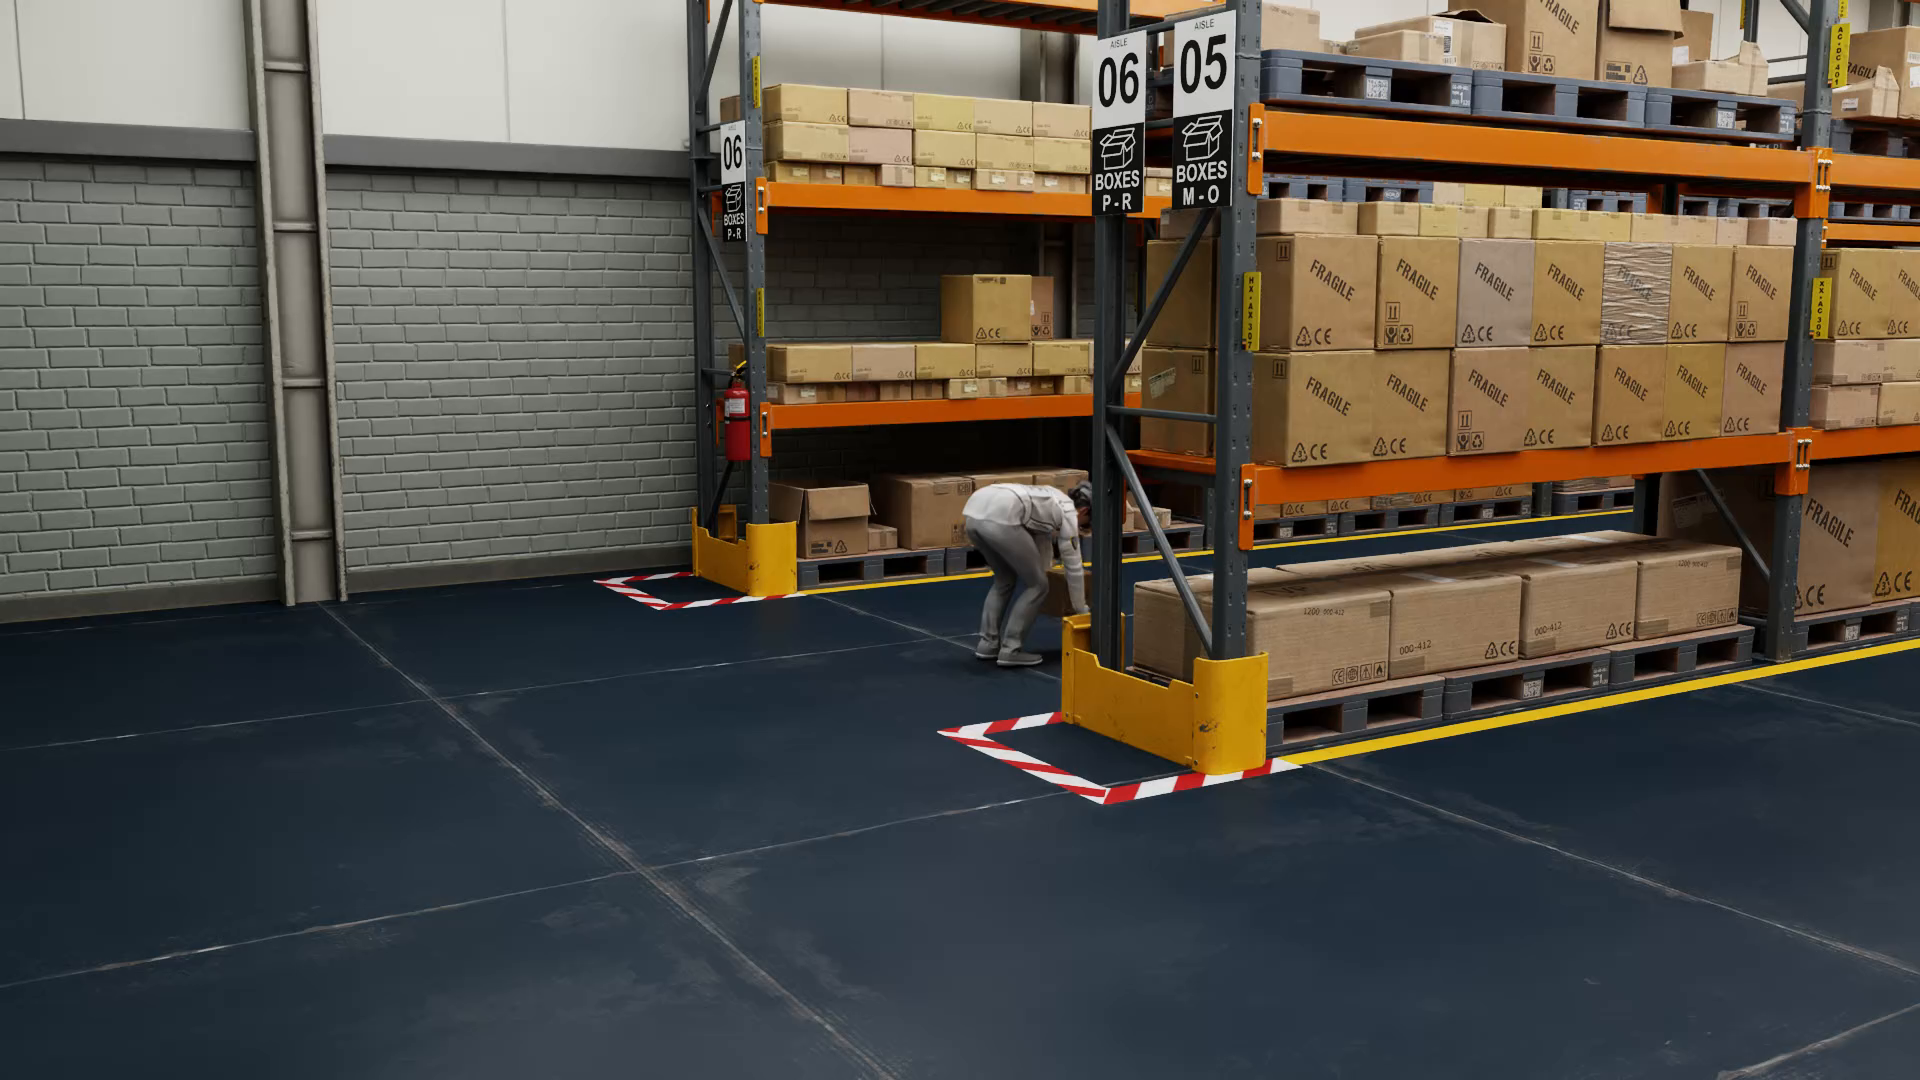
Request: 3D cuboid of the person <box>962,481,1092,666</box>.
[{"bbox_3d":[0.445,0.171,9.424,0.921,1.014,0.429,-5,10,-33],"label":"person"}]
